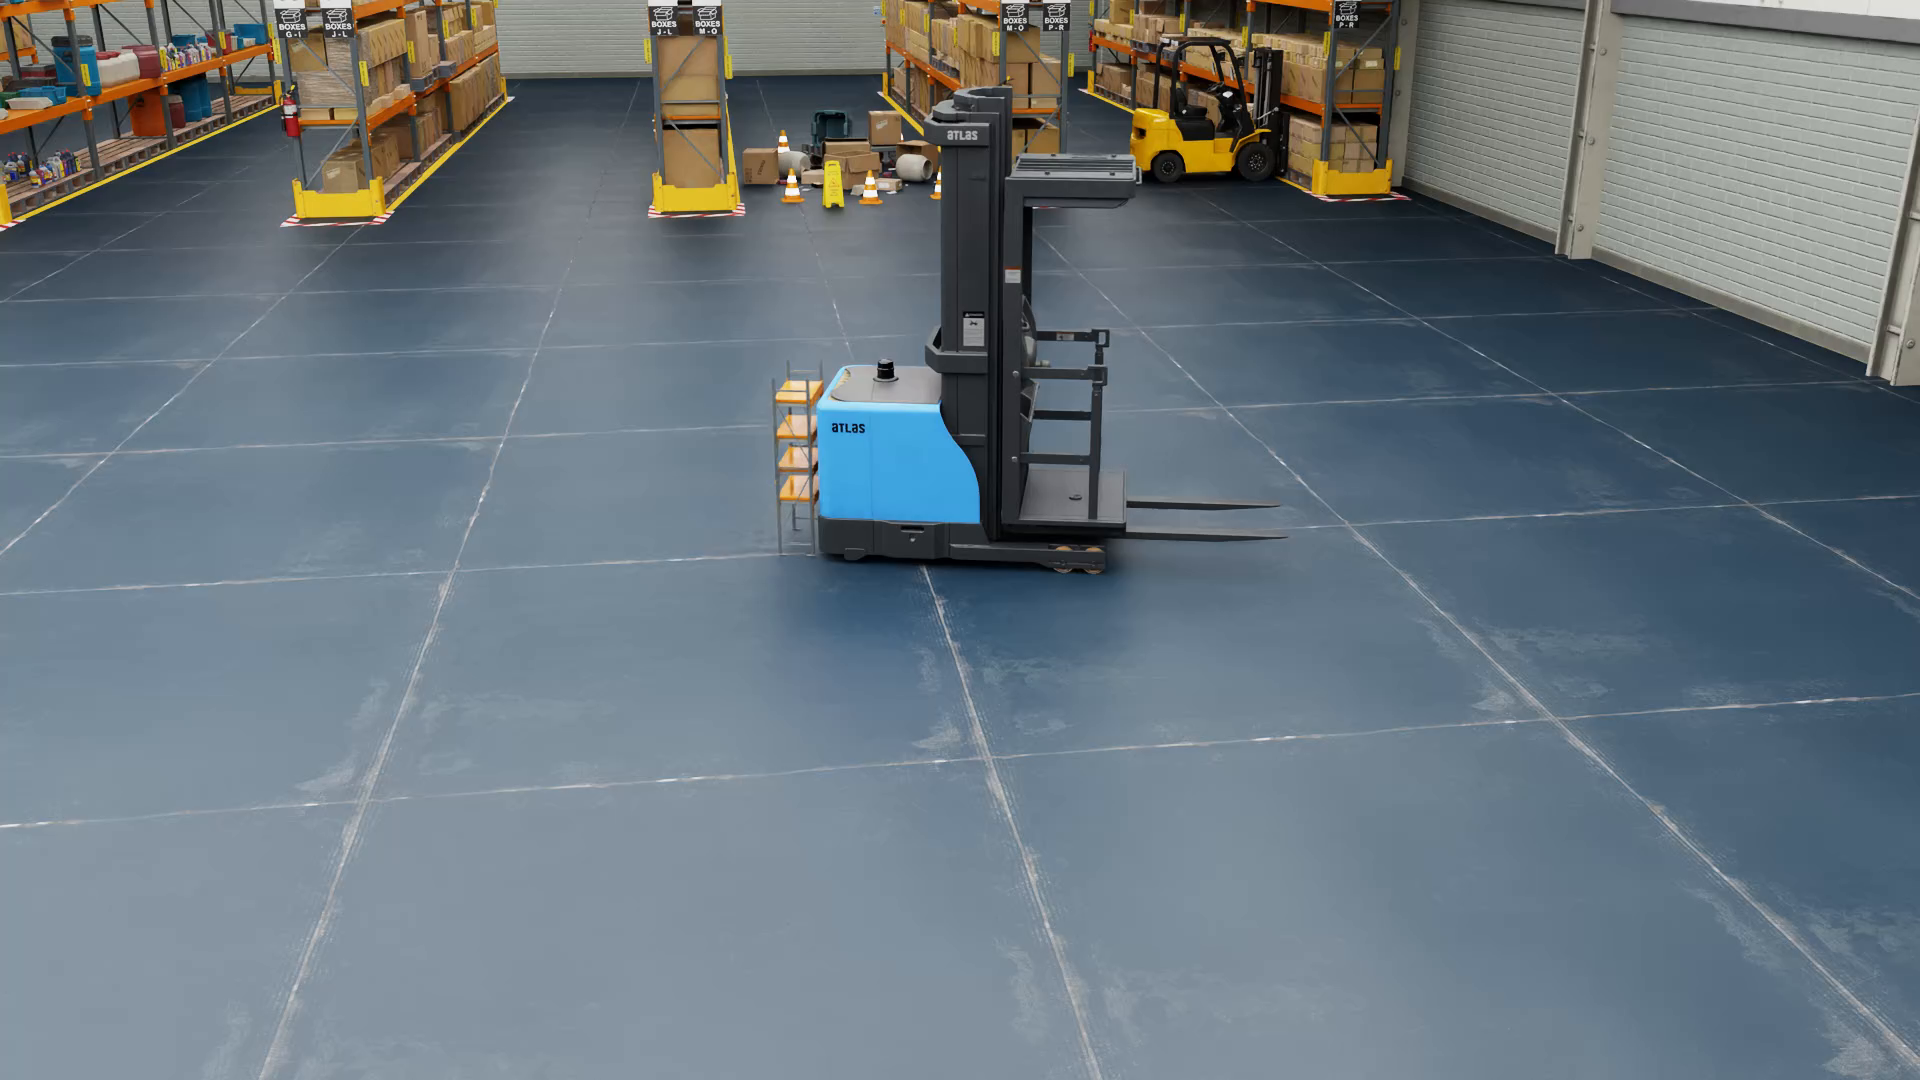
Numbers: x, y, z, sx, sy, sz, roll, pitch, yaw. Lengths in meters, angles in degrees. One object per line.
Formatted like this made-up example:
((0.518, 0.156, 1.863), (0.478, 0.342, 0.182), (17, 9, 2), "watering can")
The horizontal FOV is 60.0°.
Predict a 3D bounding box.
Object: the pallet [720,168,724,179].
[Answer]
((-4.180, -5.585, 25.867), (1.003, 0.211, 1.213), (-3, 21, -8), "pallet")

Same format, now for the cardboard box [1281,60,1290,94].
((5.426, -7.468, 26.781), (0.500, 0.500, 0.500), (-3, 21, -7), "cardboard box")

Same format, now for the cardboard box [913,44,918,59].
((-0.662, -9.869, 33.568), (0.500, 0.250, 0.500), (-3, 21, -9), "cardboard box")

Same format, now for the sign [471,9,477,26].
((-9.932, -10.672, 33.962), (0.100, 0.325, 0.005), (-3, 21, -8), "sign")

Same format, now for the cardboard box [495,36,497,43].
((-10.667, -11.297, 37.534), (0.380, 0.149, 0.250), (-3, 21, -7), "cardboard box")

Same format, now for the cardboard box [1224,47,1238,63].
((4.999, -8.617, 29.499), (0.500, 0.250, 0.500), (-3, 21, -9), "cardboard box")

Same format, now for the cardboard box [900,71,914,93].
((-0.903, -10.478, 38.044), (0.875, 0.438, 0.875), (-2, 21, -6), "cardboard box")

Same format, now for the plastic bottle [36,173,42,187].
((-13.607, -5.306, 24.507), (0.097, 0.201, 0.097), (0, 20, 0), "plastic bottle")

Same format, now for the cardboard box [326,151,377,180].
((-8.931, -5.430, 24.439), (0.500, 0.500, 0.500), (2, 21, 6), "cardboard box")

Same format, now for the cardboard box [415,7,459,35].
((-10.280, -10.194, 32.646), (0.797, 0.503, 0.637), (-3, 21, -7), "cardboard box")

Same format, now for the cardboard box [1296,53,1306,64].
((5.500, -7.546, 26.063), (0.380, 0.149, 0.250), (-4, 21, -10), "cardboard box")

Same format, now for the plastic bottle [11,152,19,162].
((-14.510, -5.781, 25.565), (0.144, 0.351, 0.185), (-2, 21, -6), "plastic bottle")

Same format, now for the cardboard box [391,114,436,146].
((-9.593, -7.168, 29.065), (0.700, 0.500, 0.500), (-1, 21, -3), "cardboard box")

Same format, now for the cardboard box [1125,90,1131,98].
((3.880, -9.927, 36.982), (0.380, 0.149, 0.250), (-4, 21, -9), "cardboard box")

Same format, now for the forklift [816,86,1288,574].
((0.626, -1.352, 10.646), (3.031, 2.935, 1.130), (2, 21, 5), "forklift")

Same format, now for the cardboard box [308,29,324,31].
((-9.139, -6.987, 23.639), (0.500, 0.500, 0.500), (-3, 21, -8), "cardboard box")

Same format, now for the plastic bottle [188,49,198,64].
((-14.847, -9.361, 32.168), (0.152, 0.276, 0.135), (-3, 21, -8), "plastic bottle")

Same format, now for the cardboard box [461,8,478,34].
((-10.283, -10.735, 34.390), (0.500, 0.500, 0.500), (-3, 21, -8), "cardboard box")

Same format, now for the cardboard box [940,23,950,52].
((-0.083, -9.103, 30.133), (0.500, 0.500, 0.500), (-3, 21, -7), "cardboard box")

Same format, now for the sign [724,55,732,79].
((-3.265, -6.665, 23.424), (0.100, 0.325, 0.005), (-3, 21, -8), "sign")

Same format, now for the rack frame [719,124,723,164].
((-4.391, -7.582, 27.228), (1.000, 3.000, 0.127), (-3, 21, -8), "rack frame")

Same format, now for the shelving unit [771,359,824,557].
((-1.051, -0.545, 10.960), (0.258, 1.200, 0.503), (2, 21, 5), "shelving unit")

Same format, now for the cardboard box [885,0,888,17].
((-1.450, -12.356, 38.439), (0.500, 0.500, 0.500), (-3, 21, -9), "cardboard box")

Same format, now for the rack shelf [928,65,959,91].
((0.204, -8.222, 29.970), (1.077, 0.370, 4.000), (-3, 21, -8), "rack shelf")

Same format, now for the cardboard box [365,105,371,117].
((-8.560, -6.062, 23.519), (0.380, 0.149, 0.250), (-3, 21, -8), "cardboard box")

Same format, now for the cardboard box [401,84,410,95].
((-8.992, -7.189, 26.536), (0.380, 0.149, 0.250), (-3, 21, -8), "cardboard box")

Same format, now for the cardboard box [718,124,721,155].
((-4.570, -6.935, 28.112), (1.050, 0.750, 0.750), (-3, 21, -8), "cardboard box")

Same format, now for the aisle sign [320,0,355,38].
((-8.432, -7.193, 22.472), (0.394, 0.787, 0.004), (-3, 21, -8), "aisle sign")

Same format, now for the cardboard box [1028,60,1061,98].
((1.275, -6.845, 24.689), (0.500, 0.500, 0.500), (-3, 21, -9), "cardboard box")

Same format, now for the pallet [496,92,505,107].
((-10.851, -9.942, 37.533), (1.003, 0.211, 1.213), (-3, 21, -8), "pallet")

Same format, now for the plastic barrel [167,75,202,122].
((-15.205, -8.666, 32.530), (0.600, 0.901, 0.708), (-3, 21, -8), "plastic barrel")

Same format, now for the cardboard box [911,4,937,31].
((-0.711, -10.636, 33.834), (0.500, 0.500, 0.500), (-3, 21, -9), "cardboard box")

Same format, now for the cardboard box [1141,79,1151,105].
((4.184, -9.551, 35.473), (0.500, 0.500, 0.500), (-3, 21, -8), "cardboard box")

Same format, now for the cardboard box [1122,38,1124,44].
((3.823, -11.138, 37.108), (0.380, 0.149, 0.250), (-2, 21, -6), "cardboard box")

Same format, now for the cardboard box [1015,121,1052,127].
((1.143, -6.223, 25.850), (0.500, 0.500, 0.500), (-4, 21, -10), "cardboard box")

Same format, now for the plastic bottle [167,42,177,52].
((-15.633, -9.711, 33.000), (0.144, 0.351, 0.185), (-3, 21, -8), "plastic bottle")

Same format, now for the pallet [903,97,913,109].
((-0.693, -9.597, 36.610), (1.003, 0.211, 1.213), (-3, 21, -8), "pallet")

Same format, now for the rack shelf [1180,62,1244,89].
((5.115, -8.473, 30.644), (1.077, 0.370, 4.000), (-3, 21, -8), "rack shelf")

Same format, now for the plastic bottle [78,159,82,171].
((-13.855, -5.902, 26.102), (0.097, 0.201, 0.097), (0, 20, 0), "plastic bottle")

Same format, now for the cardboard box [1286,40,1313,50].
((5.474, -7.955, 26.733), (0.380, 0.149, 0.250), (-3, 21, -8), "cardboard box")

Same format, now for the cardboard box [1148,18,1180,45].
((4.287, -10.502, 34.303), (0.700, 0.500, 0.500), (-3, 21, -8), "cardboard box")

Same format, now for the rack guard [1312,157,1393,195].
((5.984, -5.554, 25.371), (1.175, 0.500, 0.348), (-3, 21, -8), "rack guard")

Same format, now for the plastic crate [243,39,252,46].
((-15.621, -10.802, 36.141), (0.396, 0.136, 0.243), (-3, 21, -8), "plastic crate")

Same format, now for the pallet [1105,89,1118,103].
((3.973, -10.242, 38.338), (1.003, 0.211, 1.213), (-3, 21, -8), "pallet")

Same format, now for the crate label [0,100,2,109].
((-14.172, -6.372, 23.939), (0.502, 0.435, 0.616), (-3, 21, -8), "crate label")

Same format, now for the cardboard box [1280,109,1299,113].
((5.310, -6.962, 27.471), (0.500, 0.250, 0.500), (-2, 21, -6), "cardboard box")

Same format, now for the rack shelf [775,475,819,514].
((-1.051, -0.296, 11.053), (0.258, 0.148, 0.480), (2, 21, 5), "rack shelf")

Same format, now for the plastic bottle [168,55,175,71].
((-14.575, -8.822, 30.716), (0.061, 0.283, 0.133), (-3, 21, -8), "plastic bottle")

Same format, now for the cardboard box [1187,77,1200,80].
((4.821, -9.474, 34.340), (0.380, 0.149, 0.250), (-3, 21, -7), "cardboard box")

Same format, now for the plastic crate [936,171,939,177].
((-0.093, -5.914, 26.935), (0.402, 0.080, 0.583), (-11, 23, -26), "plastic crate")

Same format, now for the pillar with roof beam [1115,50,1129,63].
((-0.083, -15.845, 40.778), (9.100, 9.000, 0.400), (-3, 21, -8), "pillar with roof beam")

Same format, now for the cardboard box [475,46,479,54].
((-10.181, -10.138, 34.431), (0.380, 0.149, 0.250), (-3, 21, -8), "cardboard box")

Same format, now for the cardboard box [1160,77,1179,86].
((4.342, -9.451, 34.279), (0.380, 0.149, 0.250), (-4, 21, -10), "cardboard box")

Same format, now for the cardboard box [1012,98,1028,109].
((0.803, -6.482, 24.644), (0.380, 0.149, 0.250), (-2, 21, -6), "cardboard box")

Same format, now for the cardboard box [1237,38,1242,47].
((5.096, -8.751, 29.290), (0.380, 0.149, 0.250), (-3, 21, -8), "cardboard box")

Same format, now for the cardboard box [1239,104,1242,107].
((5.317, -7.382, 29.488), (0.875, 0.625, 0.625), (-2, 21, -5), "cardboard box")

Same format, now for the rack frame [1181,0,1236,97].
((4.827, -9.503, 32.372), (1.000, 3.000, 0.127), (-3, 21, -8), "rack frame")

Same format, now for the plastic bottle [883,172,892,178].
((-1.177, -5.948, 27.055), (0.133, 0.061, 0.283), (1, 20, 2), "plastic bottle")
